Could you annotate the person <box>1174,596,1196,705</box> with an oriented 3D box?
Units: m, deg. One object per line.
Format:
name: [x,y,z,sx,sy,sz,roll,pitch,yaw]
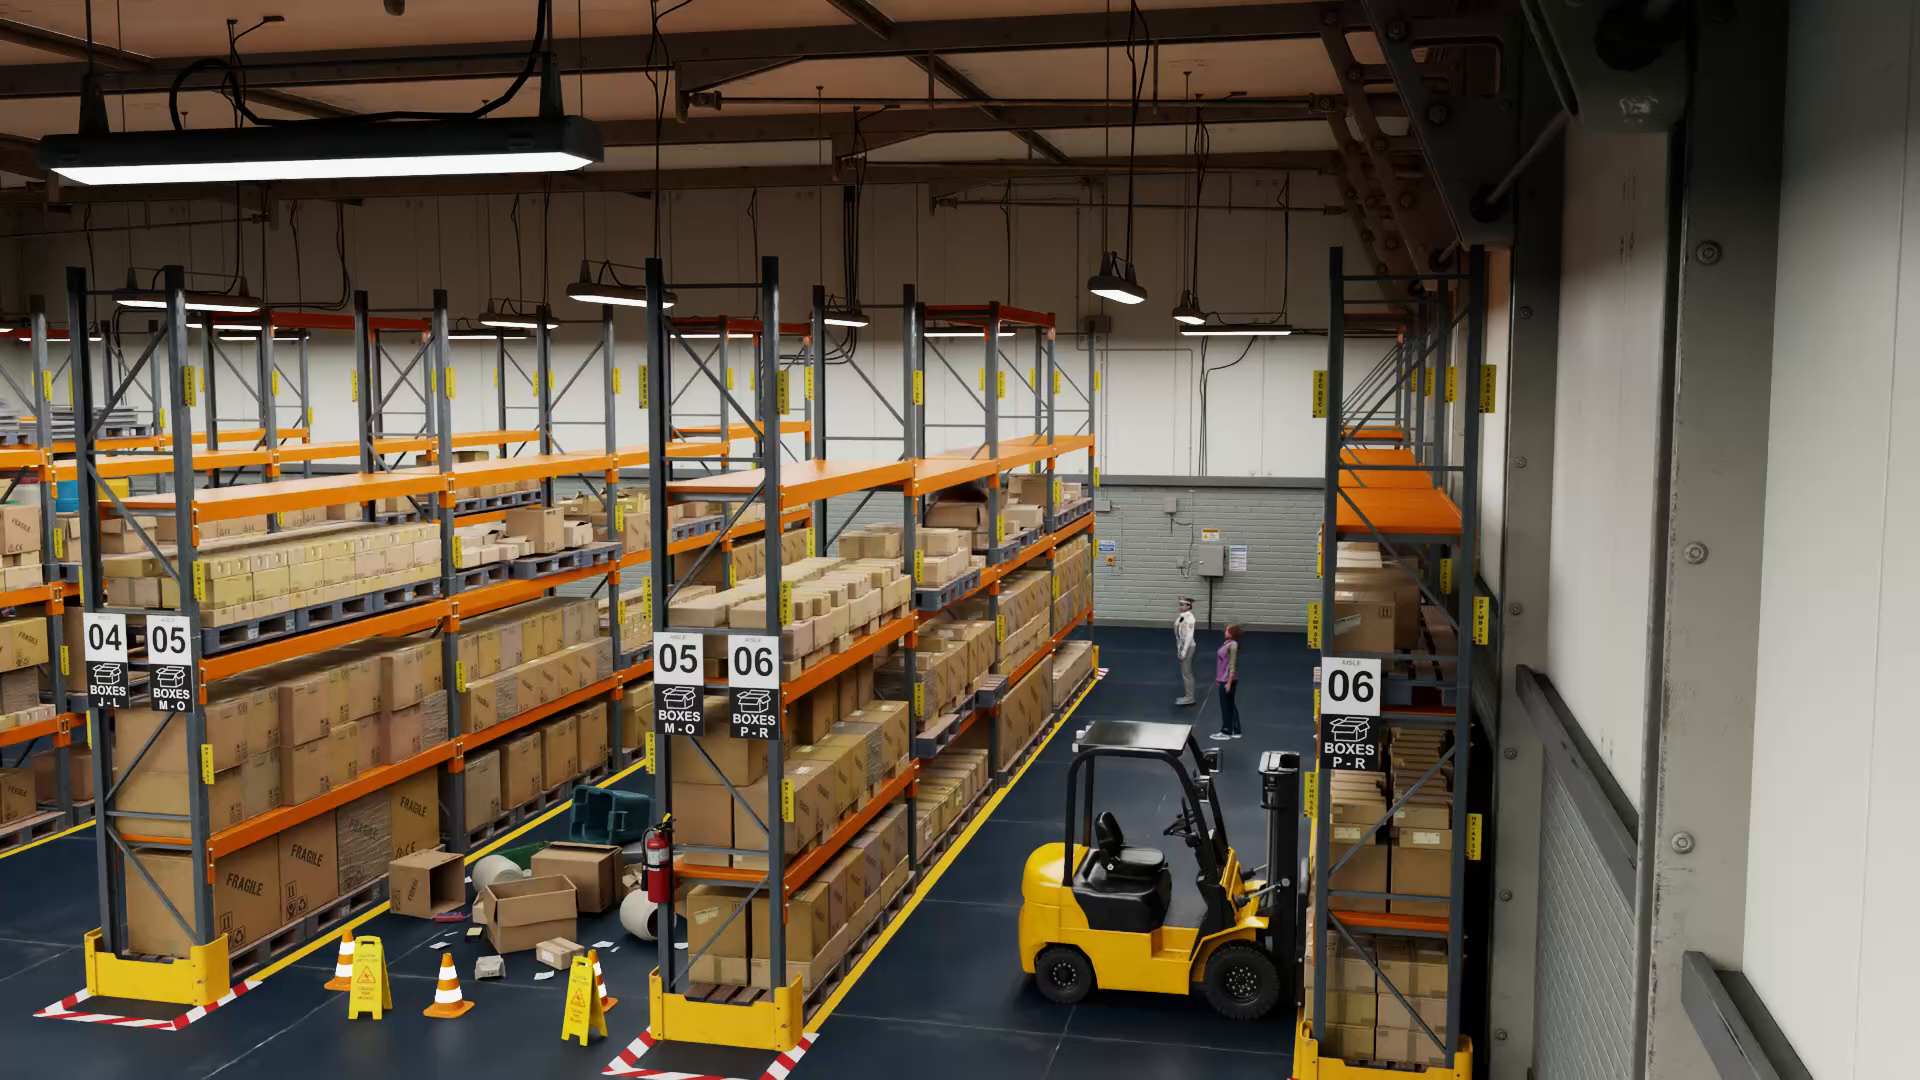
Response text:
person: [3.498,1.705,25.878,0.331,1.692,0.506,0,6,1]

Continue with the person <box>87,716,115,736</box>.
person: [-11.462,2.144,22.214,0.489,1.702,0.491,5,8,43]

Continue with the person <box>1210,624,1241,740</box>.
person: [3.653,1.976,22.710,0.395,1.501,0.461,2,6,22]
